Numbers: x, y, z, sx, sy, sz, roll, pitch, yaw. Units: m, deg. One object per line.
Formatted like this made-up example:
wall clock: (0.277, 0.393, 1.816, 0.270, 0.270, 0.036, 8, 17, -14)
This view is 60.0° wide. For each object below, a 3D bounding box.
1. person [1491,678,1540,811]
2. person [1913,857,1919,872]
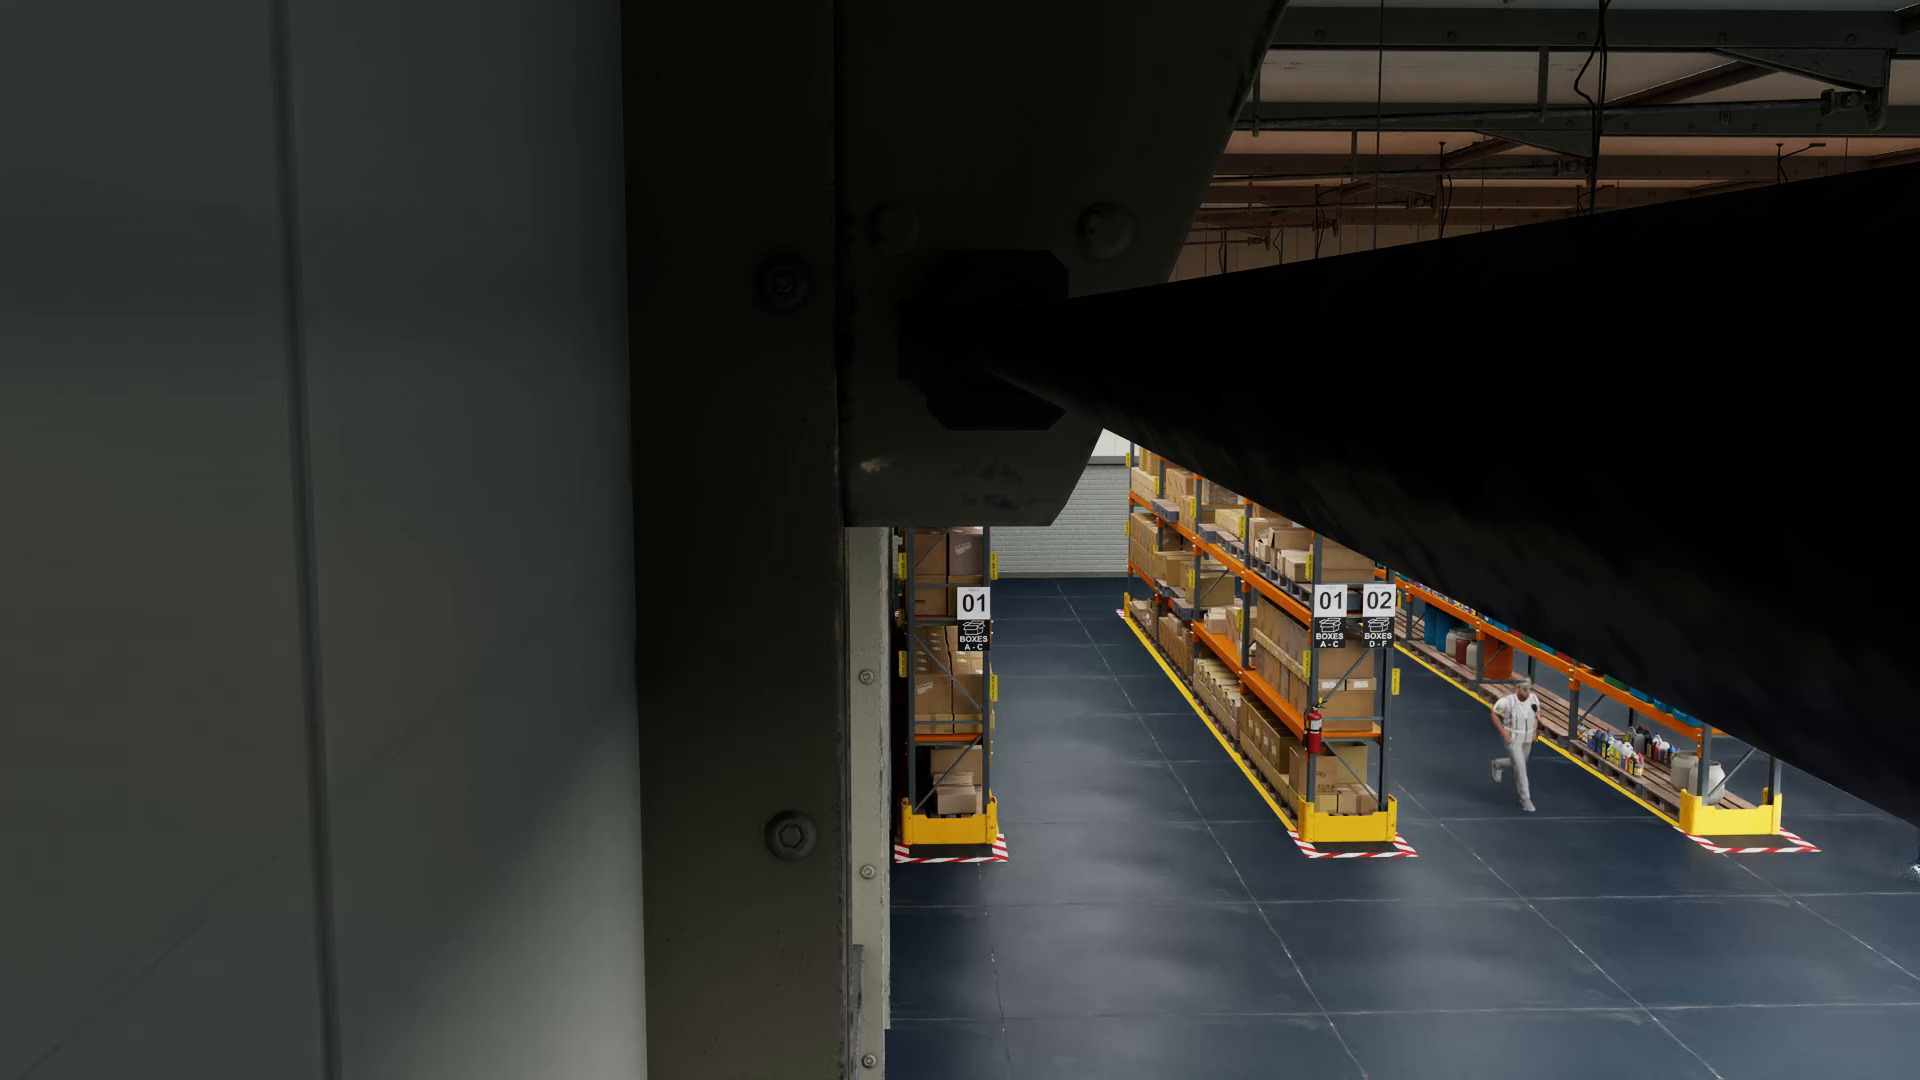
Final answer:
person: (7.401, 2.655, 22.224, 0.663, 1.777, 1.036, -2, 8, -16)
person: (11.271, 3.125, 18.831, 0.754, 1.629, 0.531, 3, 8, 22)
